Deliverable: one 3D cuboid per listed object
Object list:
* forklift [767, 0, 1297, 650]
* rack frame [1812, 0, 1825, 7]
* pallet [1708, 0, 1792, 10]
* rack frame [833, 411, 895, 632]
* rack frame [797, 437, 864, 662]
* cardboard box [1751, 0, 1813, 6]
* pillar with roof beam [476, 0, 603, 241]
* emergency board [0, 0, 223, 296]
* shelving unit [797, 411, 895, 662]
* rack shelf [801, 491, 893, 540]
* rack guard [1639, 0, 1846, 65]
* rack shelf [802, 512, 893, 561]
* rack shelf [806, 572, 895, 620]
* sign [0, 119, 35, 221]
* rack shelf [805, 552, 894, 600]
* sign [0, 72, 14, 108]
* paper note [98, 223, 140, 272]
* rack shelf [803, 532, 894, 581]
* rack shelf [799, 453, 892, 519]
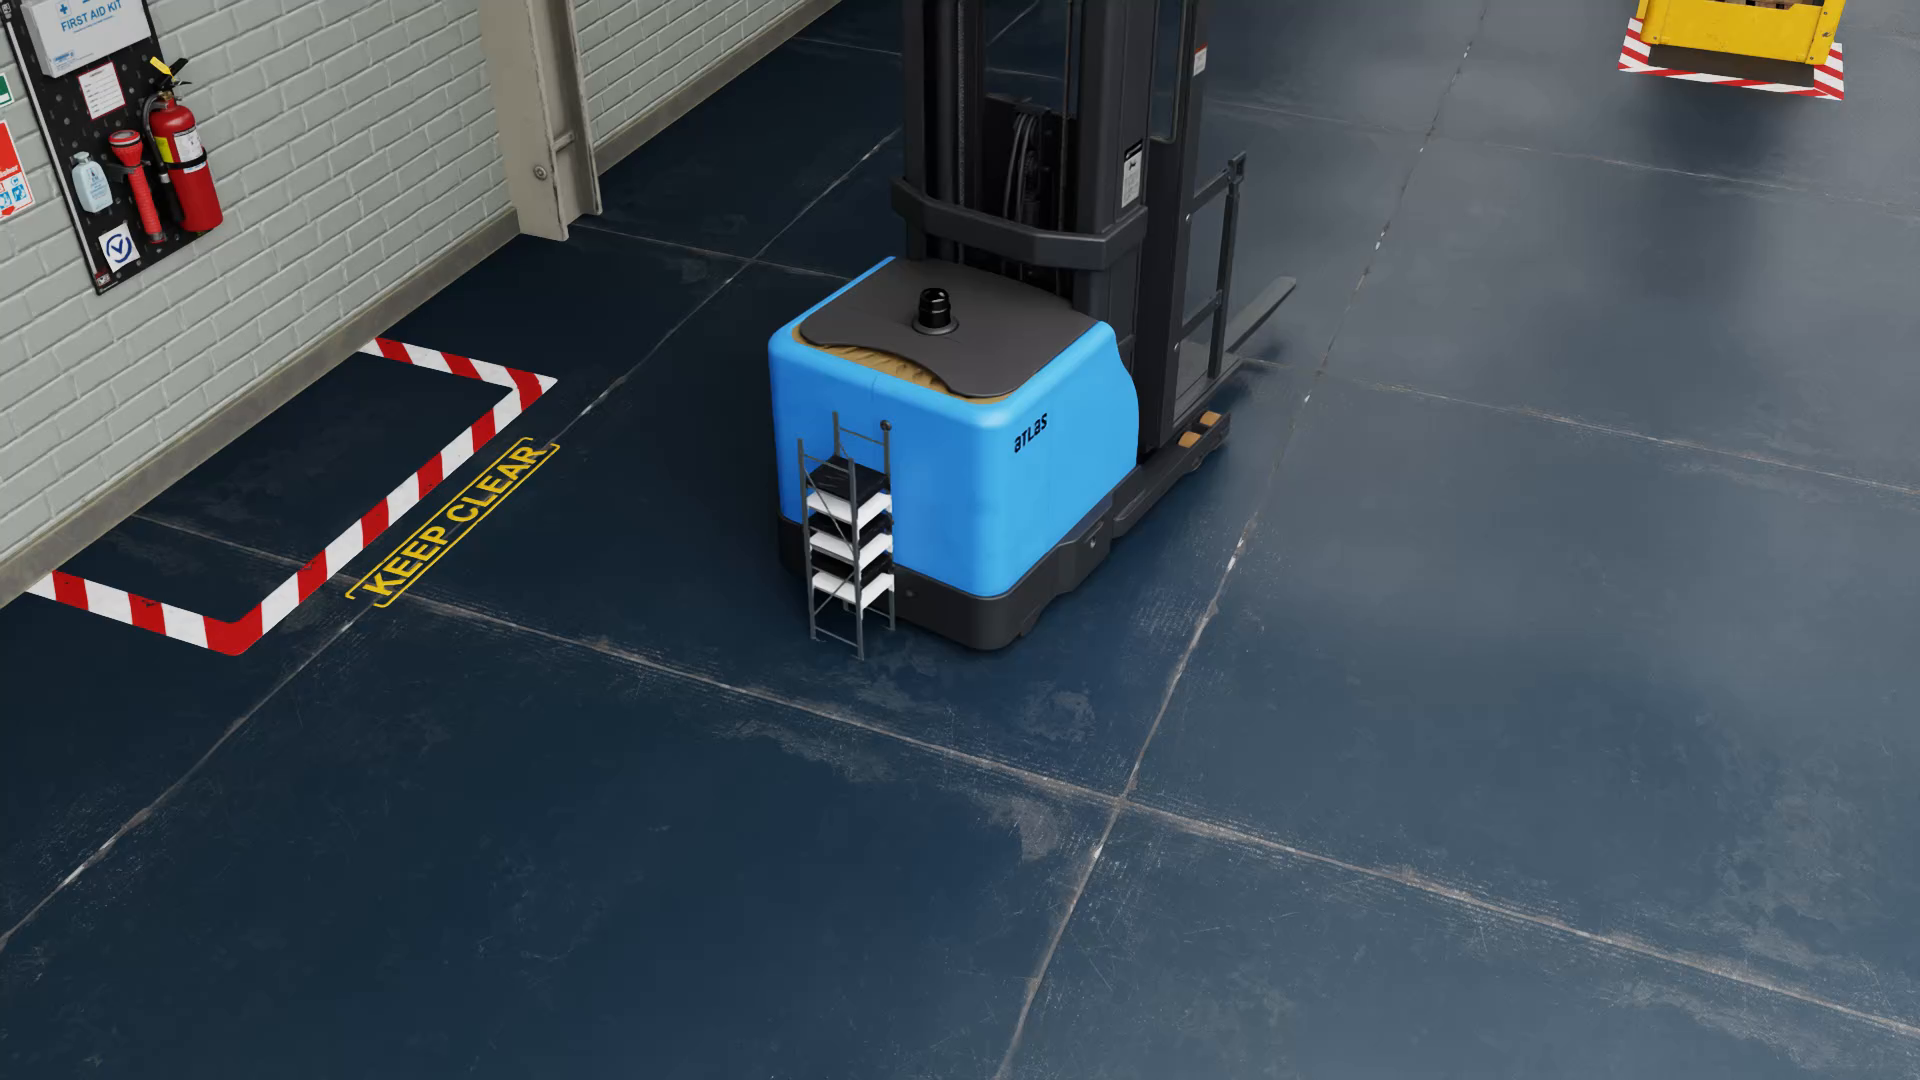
[{"bbox_3d":[0.524,-1.616,6.464,1.130,2.935,3.031,22,42,26],"label":"forklift"},{"bbox_3d":[5.214,-4.552,10.335,1.000,3.000,0.127,14,39,18],"label":"rack frame"},{"bbox_3d":[5.466,-3.868,11.749,1.003,0.211,1.213,14,39,18],"label":"pallet"},{"bbox_3d":[-0.347,-0.054,6.070,0.240,0.900,0.006,22,42,26],"label":"rack frame"},{"bbox_3d":[-0.459,0.048,5.934,0.240,0.900,0.006,22,42,26],"label":"rack frame"},{"bbox_3d":[5.623,-3.865,11.362,0.500,0.250,0.500,14,39,18],"label":"cardboard box"},{"bbox_3d":[1.796,-4.364,5.072,9.100,9.000,0.400,14,39,18],"label":"pillar with roof beam"},{"bbox_3d":[-3.161,-1.582,6.361,0.194,1.169,0.643,14,39,18],"label":"emergency board"},{"bbox_3d":[-0.403,-0.003,6.002,0.258,0.900,0.210,22,42,26],"label":"shelving unit"},{"bbox_3d":[-0.403,-0.120,5.914,0.258,0.077,0.200,22,42,26],"label":"rack shelf"},{"bbox_3d":[5.205,-3.538,11.066,1.175,0.500,0.348,14,39,18],"label":"rack guard"},{"bbox_3d":[-0.403,-0.048,5.968,0.258,0.077,0.200,22,42,26],"label":"rack shelf"},{"bbox_3d":[-0.403,0.168,6.130,0.258,0.077,0.200,22,42,26],"label":"rack shelf"},{"bbox_3d":[-3.467,-1.313,5.972,0.001,0.329,0.234,14,39,18],"label":"sign"},{"bbox_3d":[-0.403,0.096,6.076,0.258,0.077,0.200,22,42,26],"label":"rack shelf"},{"bbox_3d":[-3.457,-1.526,5.814,0.001,0.109,0.331,14,39,18],"label":"sign"},{"bbox_3d":[-3.292,-1.147,6.514,0.016,0.148,0.142,14,39,18],"label":"paper note"},{"bbox_3d":[-0.403,0.024,6.022,0.258,0.077,0.200,22,42,26],"label":"rack shelf"},{"bbox_3d":[-0.403,-0.192,5.860,0.258,0.077,0.200,22,42,26],"label":"rack shelf"}]
